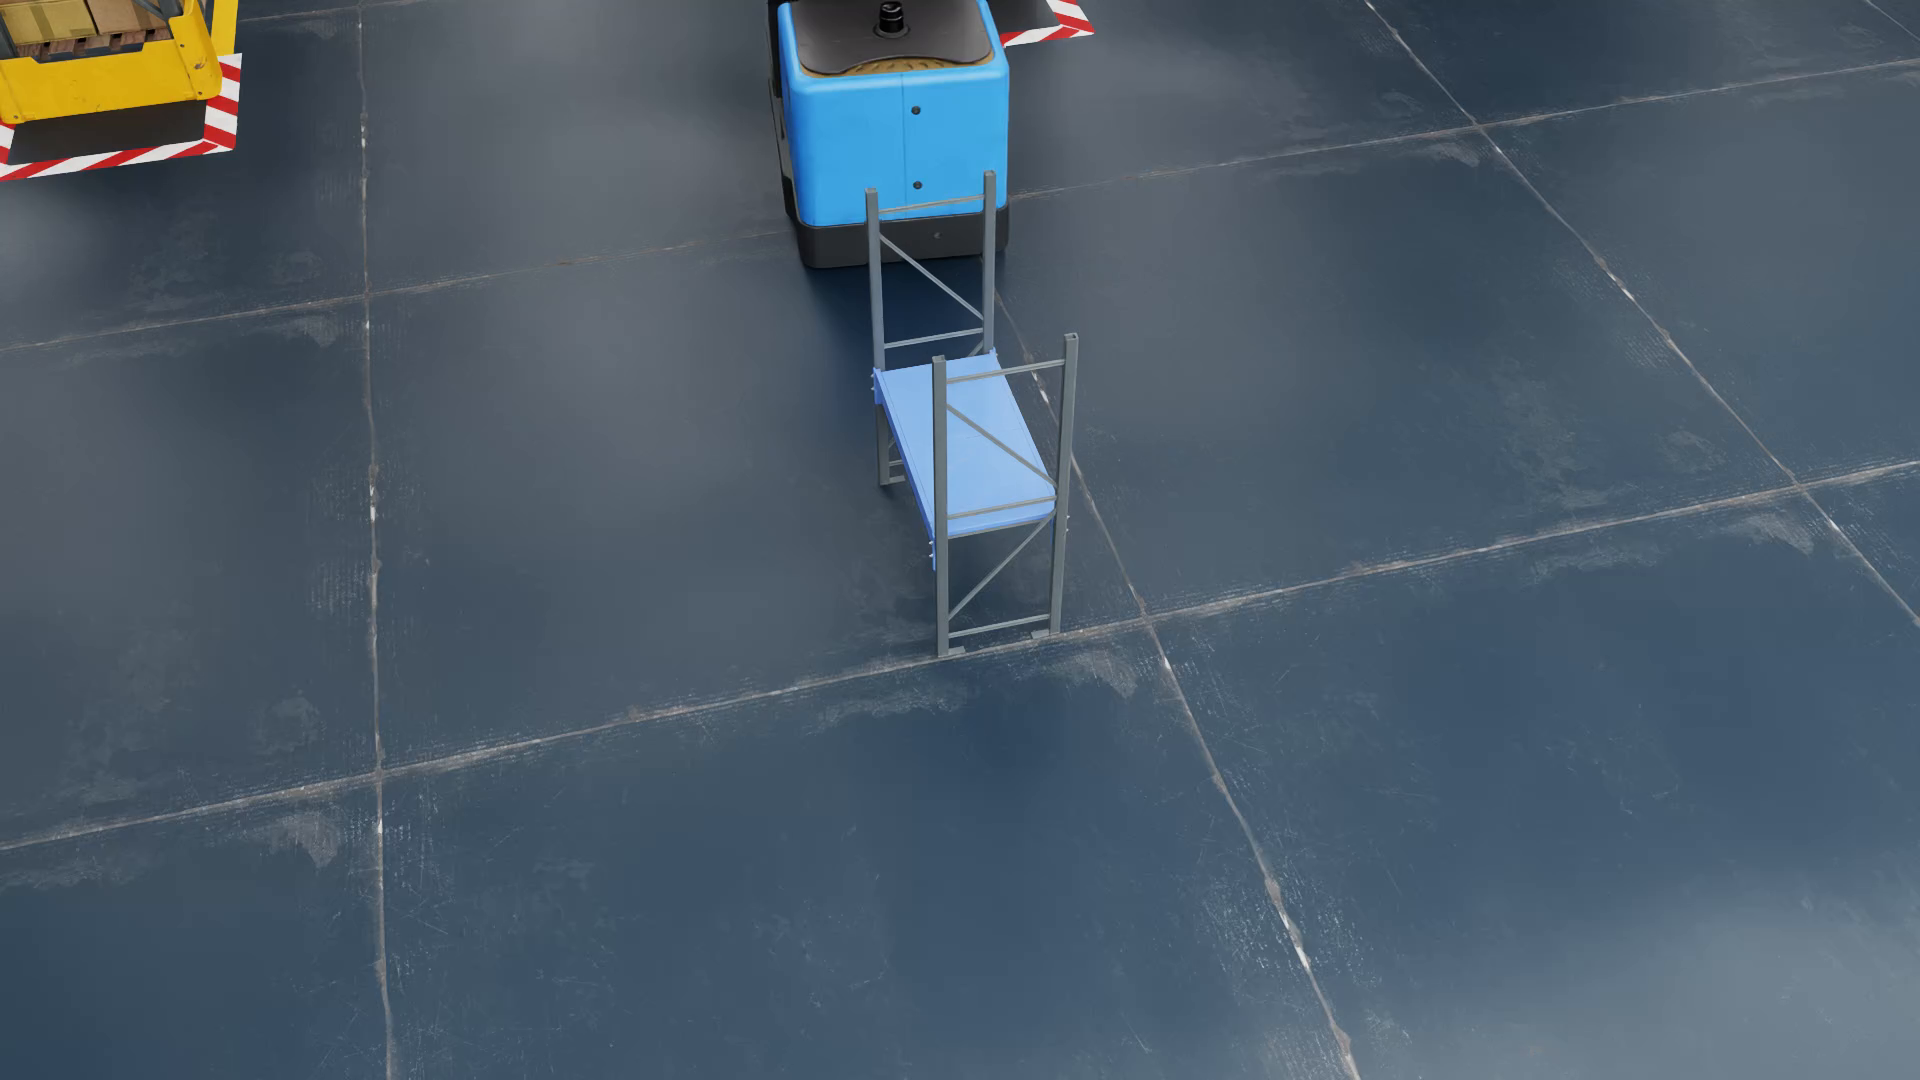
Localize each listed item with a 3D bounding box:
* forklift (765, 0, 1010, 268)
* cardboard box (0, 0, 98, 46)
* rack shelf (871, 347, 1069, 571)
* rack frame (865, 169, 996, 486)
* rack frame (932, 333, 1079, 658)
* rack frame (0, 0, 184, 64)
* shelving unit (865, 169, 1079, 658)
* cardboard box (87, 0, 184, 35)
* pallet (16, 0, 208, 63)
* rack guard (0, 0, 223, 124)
[{"bbox_3d":[-0.492,-3.433,8.313,1.130,2.935,3.031,-6,46,-6],"label":"forklift"},{"bbox_3d":[-5.253,-3.101,9.571,0.500,0.250,0.500,-11,47,-10],"label":"cardboard box"},{"bbox_3d":[0.022,-0.340,6.536,0.538,0.185,1.000,-11,47,-10],"label":"rack shelf"},{"bbox_3d":[-0.108,-0.817,6.751,0.500,1.500,0.032,-11,47,-10],"label":"rack frame"},{"bbox_3d":[0.152,-0.115,6.063,0.500,1.500,0.032,-11,47,-10],"label":"rack frame"},{"bbox_3d":[-4.830,-3.600,8.429,1.000,3.000,0.127,-11,47,-10],"label":"rack frame"},{"bbox_3d":[0.022,-0.466,6.407,0.538,1.500,1.048,-11,47,-10],"label":"shelving unit"},{"bbox_3d":[-4.752,-3.196,9.664,0.500,0.250,0.500,-11,47,-10],"label":"cardboard box"},{"bbox_3d":[-5.066,-3.145,9.935,1.003,0.211,1.213,-11,47,-10],"label":"pallet"},{"bbox_3d":[-4.824,-2.709,9.305,1.175,0.500,0.348,-11,47,-10],"label":"rack guard"}]
